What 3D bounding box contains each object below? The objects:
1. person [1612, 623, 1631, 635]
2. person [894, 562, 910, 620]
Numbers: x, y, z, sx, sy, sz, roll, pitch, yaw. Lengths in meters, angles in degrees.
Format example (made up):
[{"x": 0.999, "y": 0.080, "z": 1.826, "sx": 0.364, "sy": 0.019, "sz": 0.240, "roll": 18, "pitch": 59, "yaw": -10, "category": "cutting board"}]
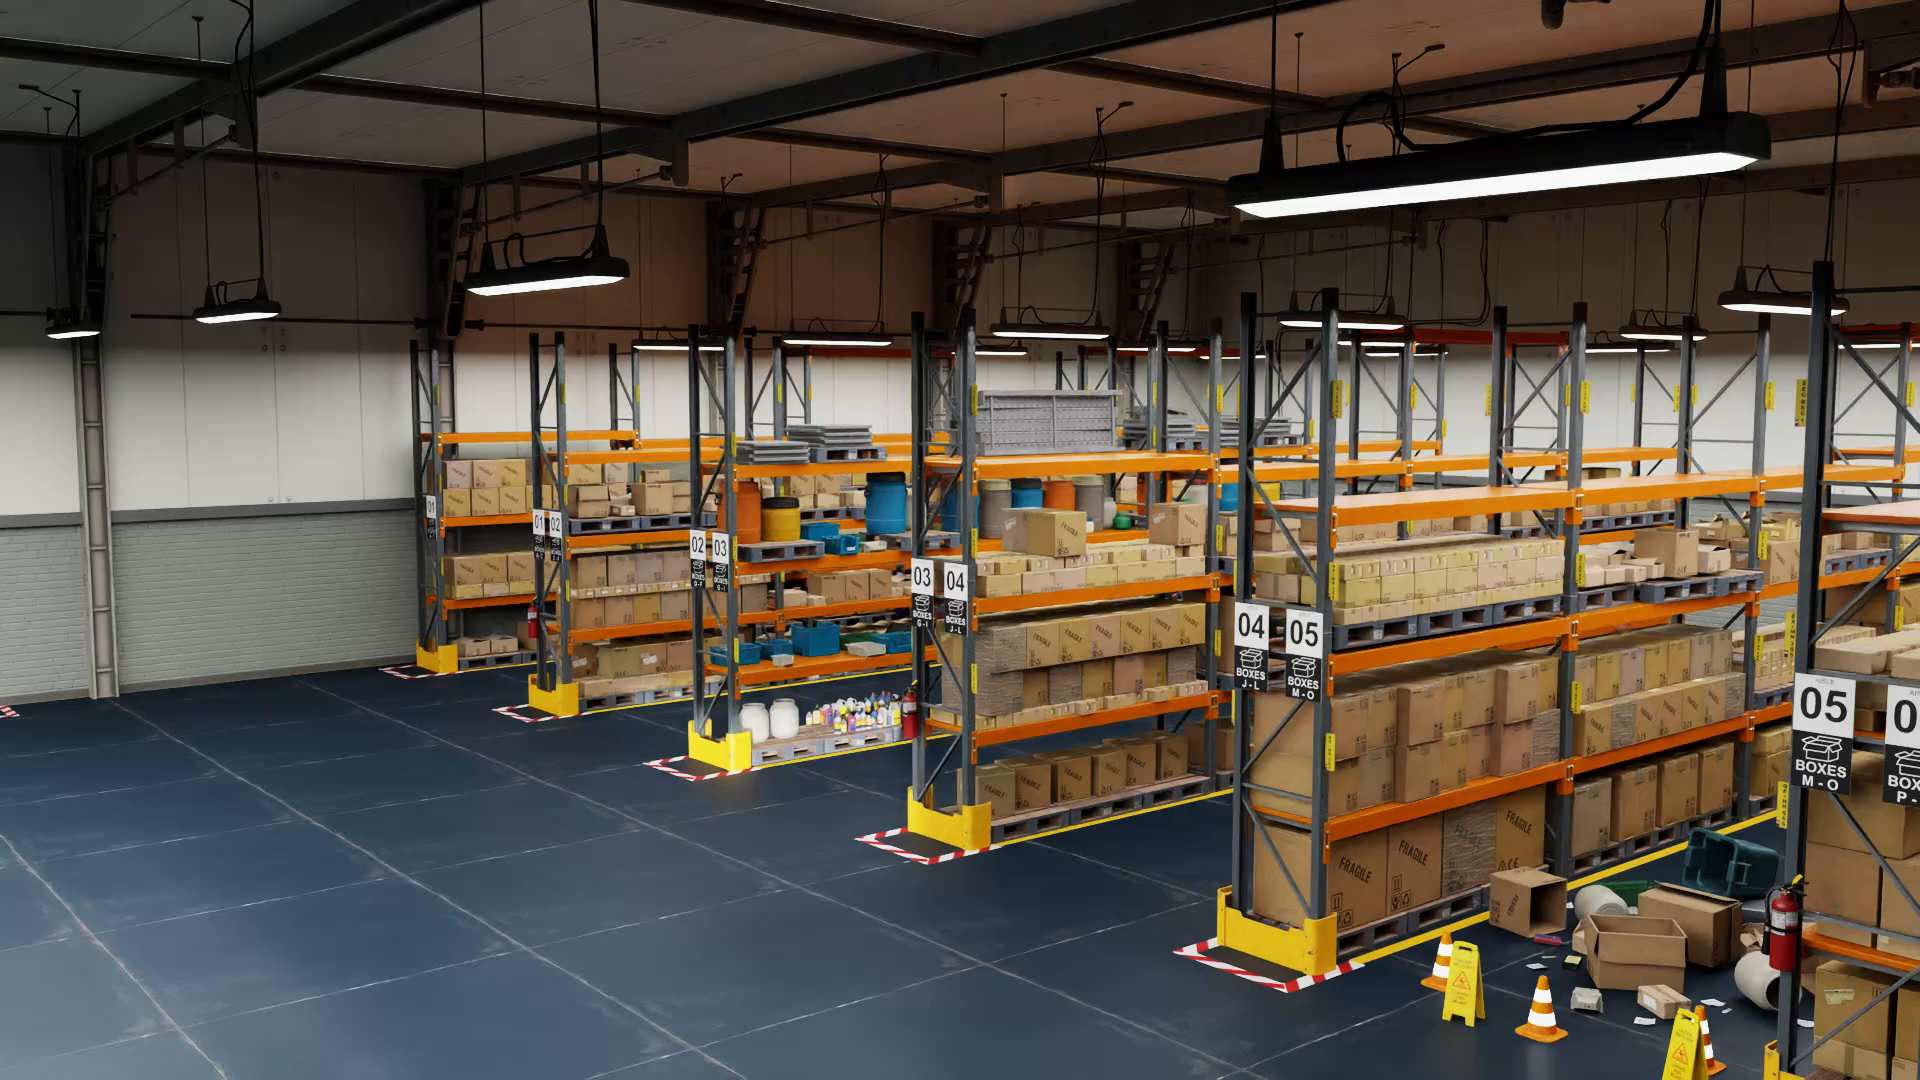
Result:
[{"x": 10.344, "y": 1.982, "z": 25.641, "sx": 0.712, "sy": 1.629, "sz": 0.702, "roll": -3, "pitch": 6, "yaw": -31, "category": "person"}, {"x": -1.232, "y": 1.262, "z": 33.390, "sx": 0.493, "sy": 1.645, "sz": 0.543, "roll": -1, "pitch": 5, "yaw": -14, "category": "person"}]
